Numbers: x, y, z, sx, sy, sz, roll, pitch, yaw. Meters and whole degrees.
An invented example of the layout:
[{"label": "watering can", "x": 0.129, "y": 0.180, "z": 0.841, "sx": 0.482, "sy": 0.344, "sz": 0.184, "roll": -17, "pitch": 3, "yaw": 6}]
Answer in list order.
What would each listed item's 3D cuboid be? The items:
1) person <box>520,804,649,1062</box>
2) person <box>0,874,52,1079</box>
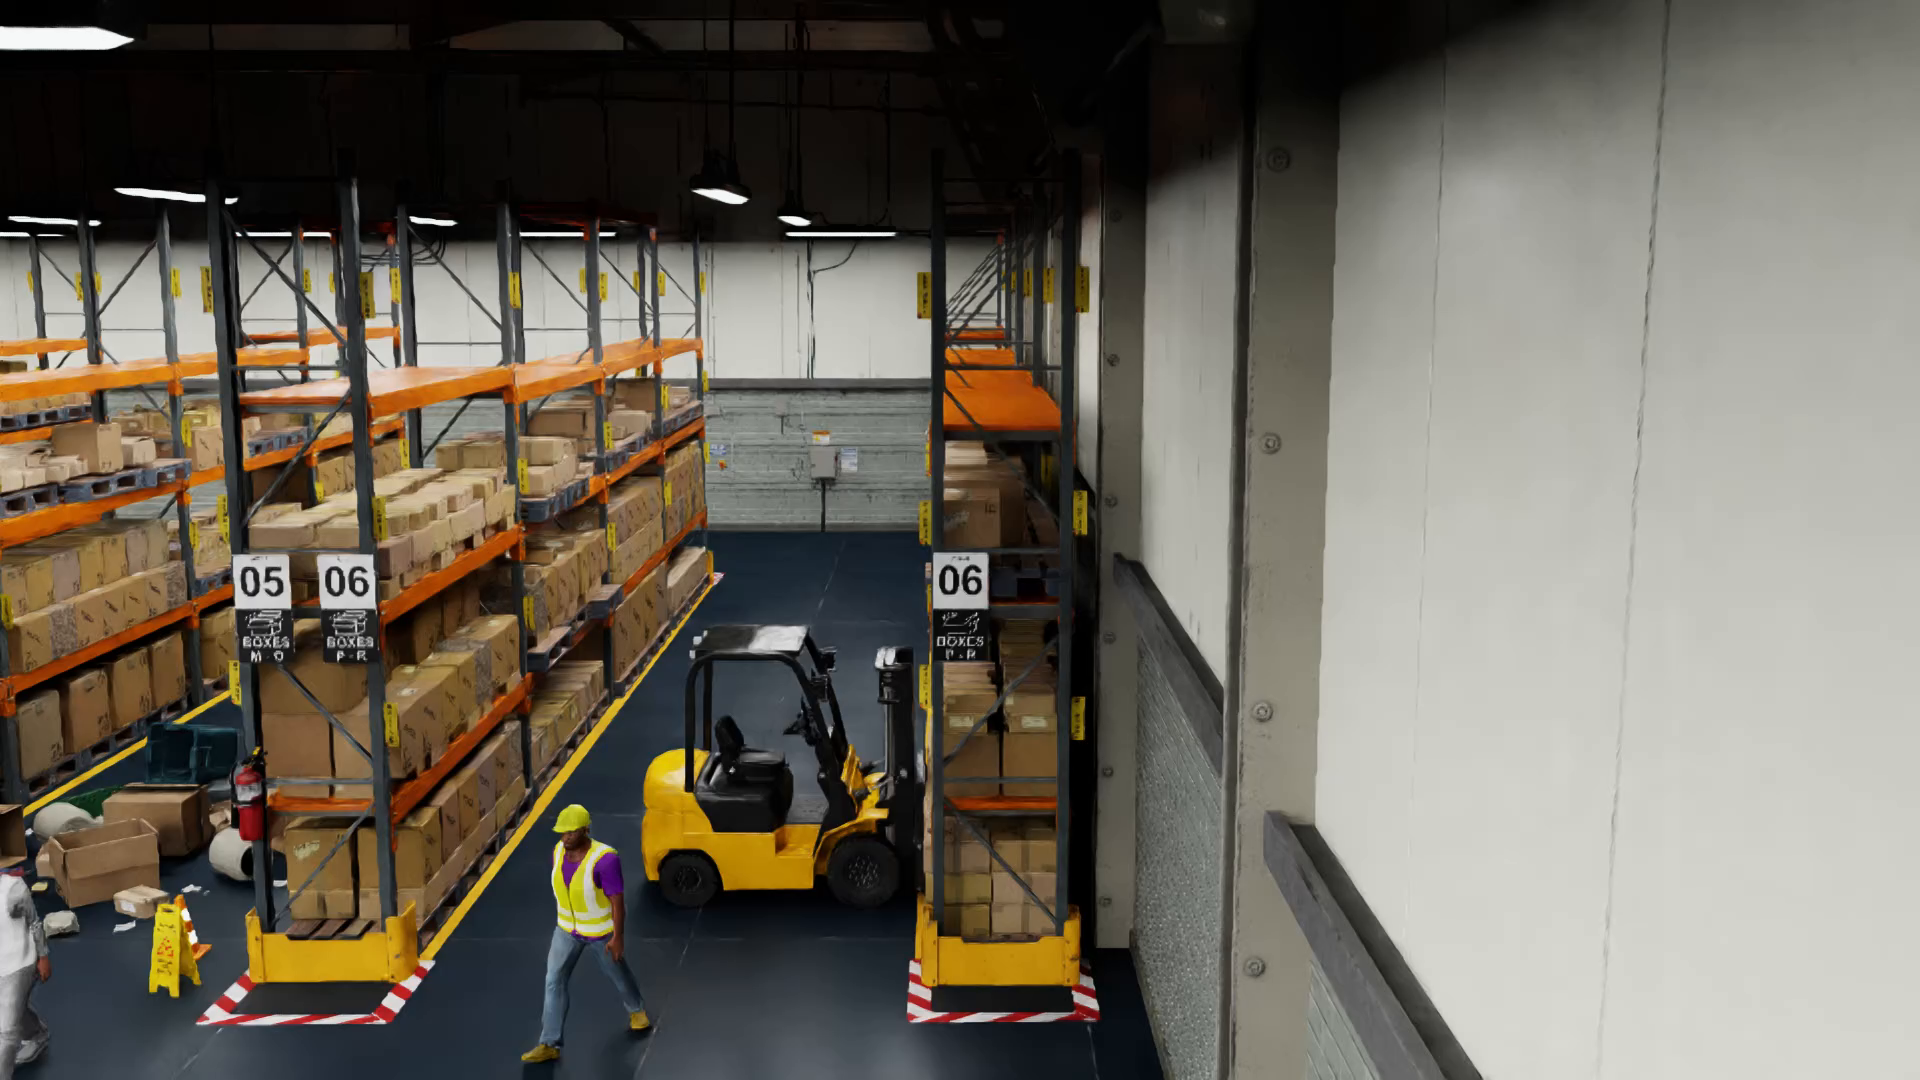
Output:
[{"label": "person", "x": -2.492, "y": 2.577, "z": 11.096, "sx": 0.616, "sy": 1.722, "sz": 0.972, "roll": 4, "pitch": 10, "yaw": 22}, {"label": "person", "x": -6.085, "y": 2.667, "z": 10.462, "sx": 0.543, "sy": 1.698, "sz": 1.115, "roll": 0, "pitch": 9, "yaw": 2}]
